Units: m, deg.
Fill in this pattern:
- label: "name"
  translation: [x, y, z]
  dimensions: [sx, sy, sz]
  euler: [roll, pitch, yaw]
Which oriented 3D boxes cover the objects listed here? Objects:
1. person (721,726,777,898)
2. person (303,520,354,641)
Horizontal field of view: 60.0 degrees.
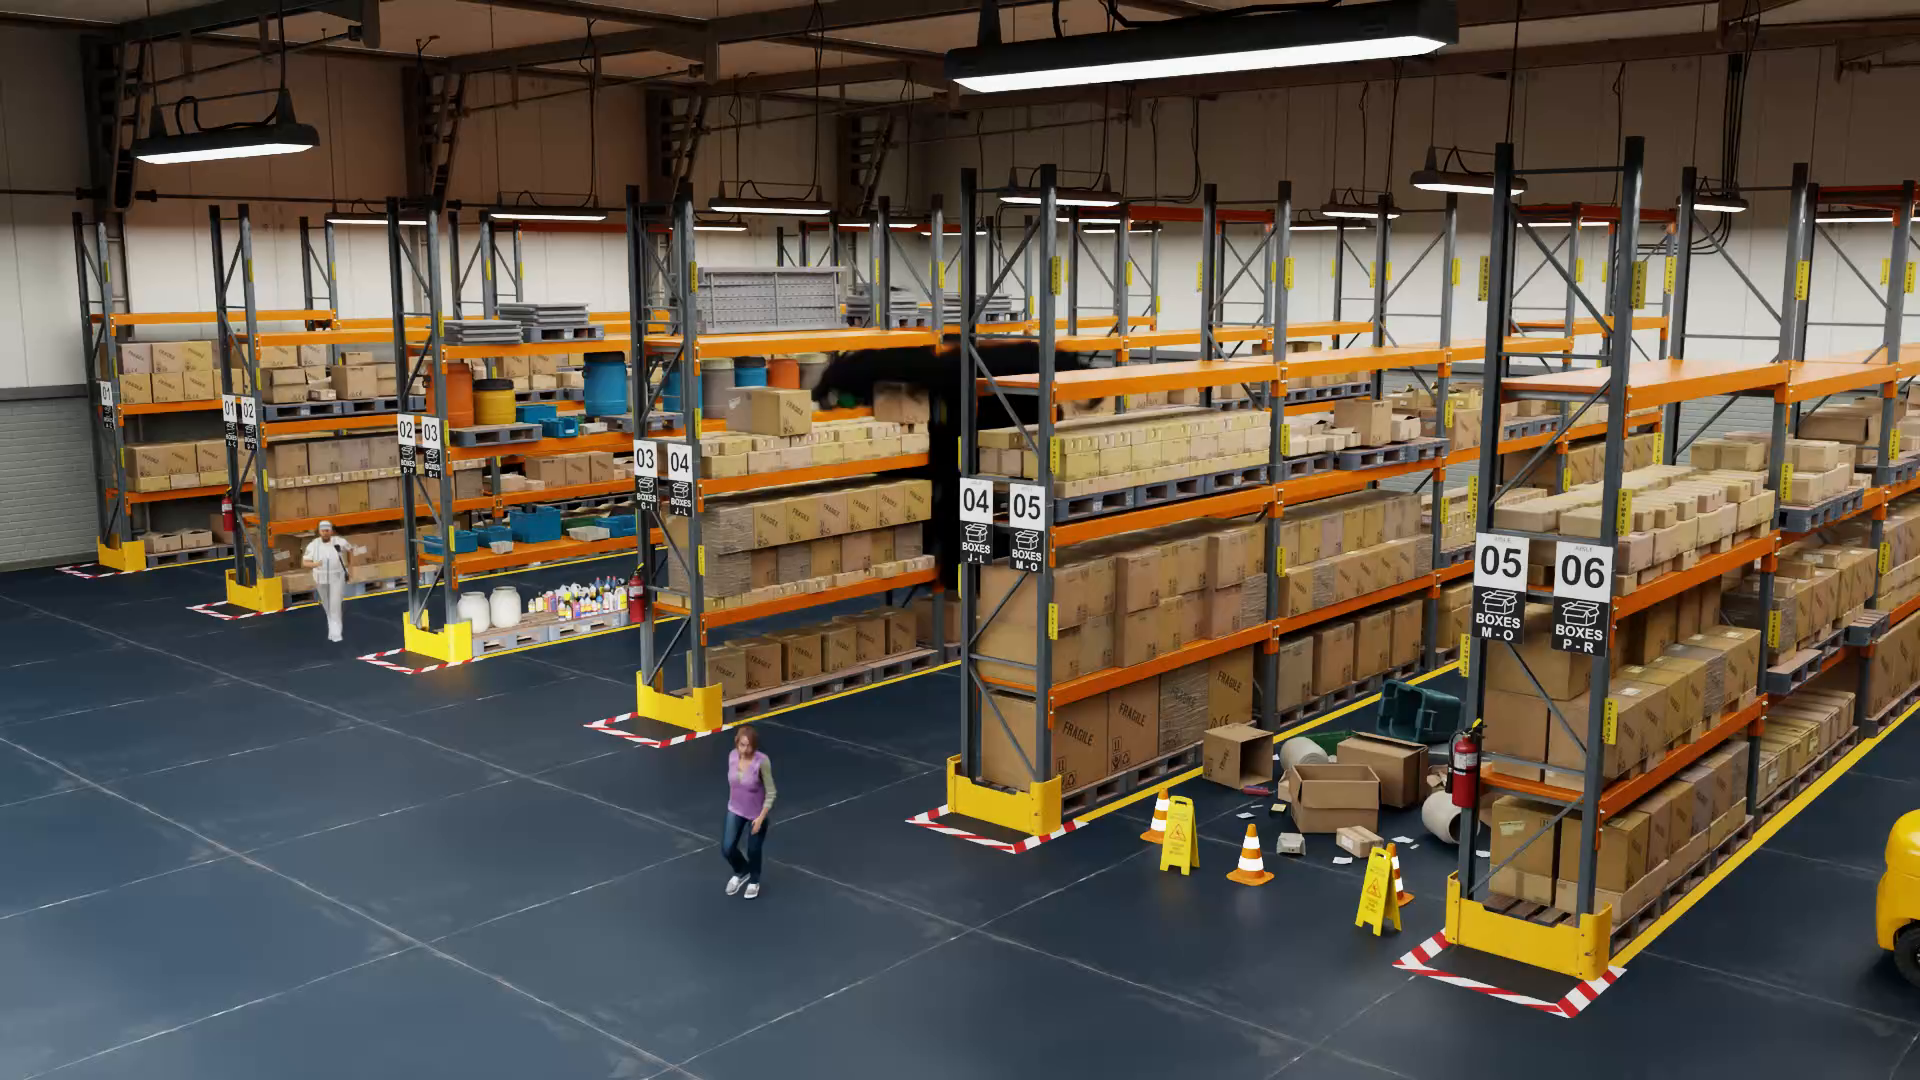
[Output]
- label: "person"
  translation: [-1.683, 2.207, 13.389]
  dimensions: [0.508, 1.531, 0.692]
  euler: [2, 10, 13]
- label: "person"
  translation: [-8.299, 0.554, 21.890]
  dimensions: [0.593, 1.671, 0.982]
  euler: [-2, 10, -10]
